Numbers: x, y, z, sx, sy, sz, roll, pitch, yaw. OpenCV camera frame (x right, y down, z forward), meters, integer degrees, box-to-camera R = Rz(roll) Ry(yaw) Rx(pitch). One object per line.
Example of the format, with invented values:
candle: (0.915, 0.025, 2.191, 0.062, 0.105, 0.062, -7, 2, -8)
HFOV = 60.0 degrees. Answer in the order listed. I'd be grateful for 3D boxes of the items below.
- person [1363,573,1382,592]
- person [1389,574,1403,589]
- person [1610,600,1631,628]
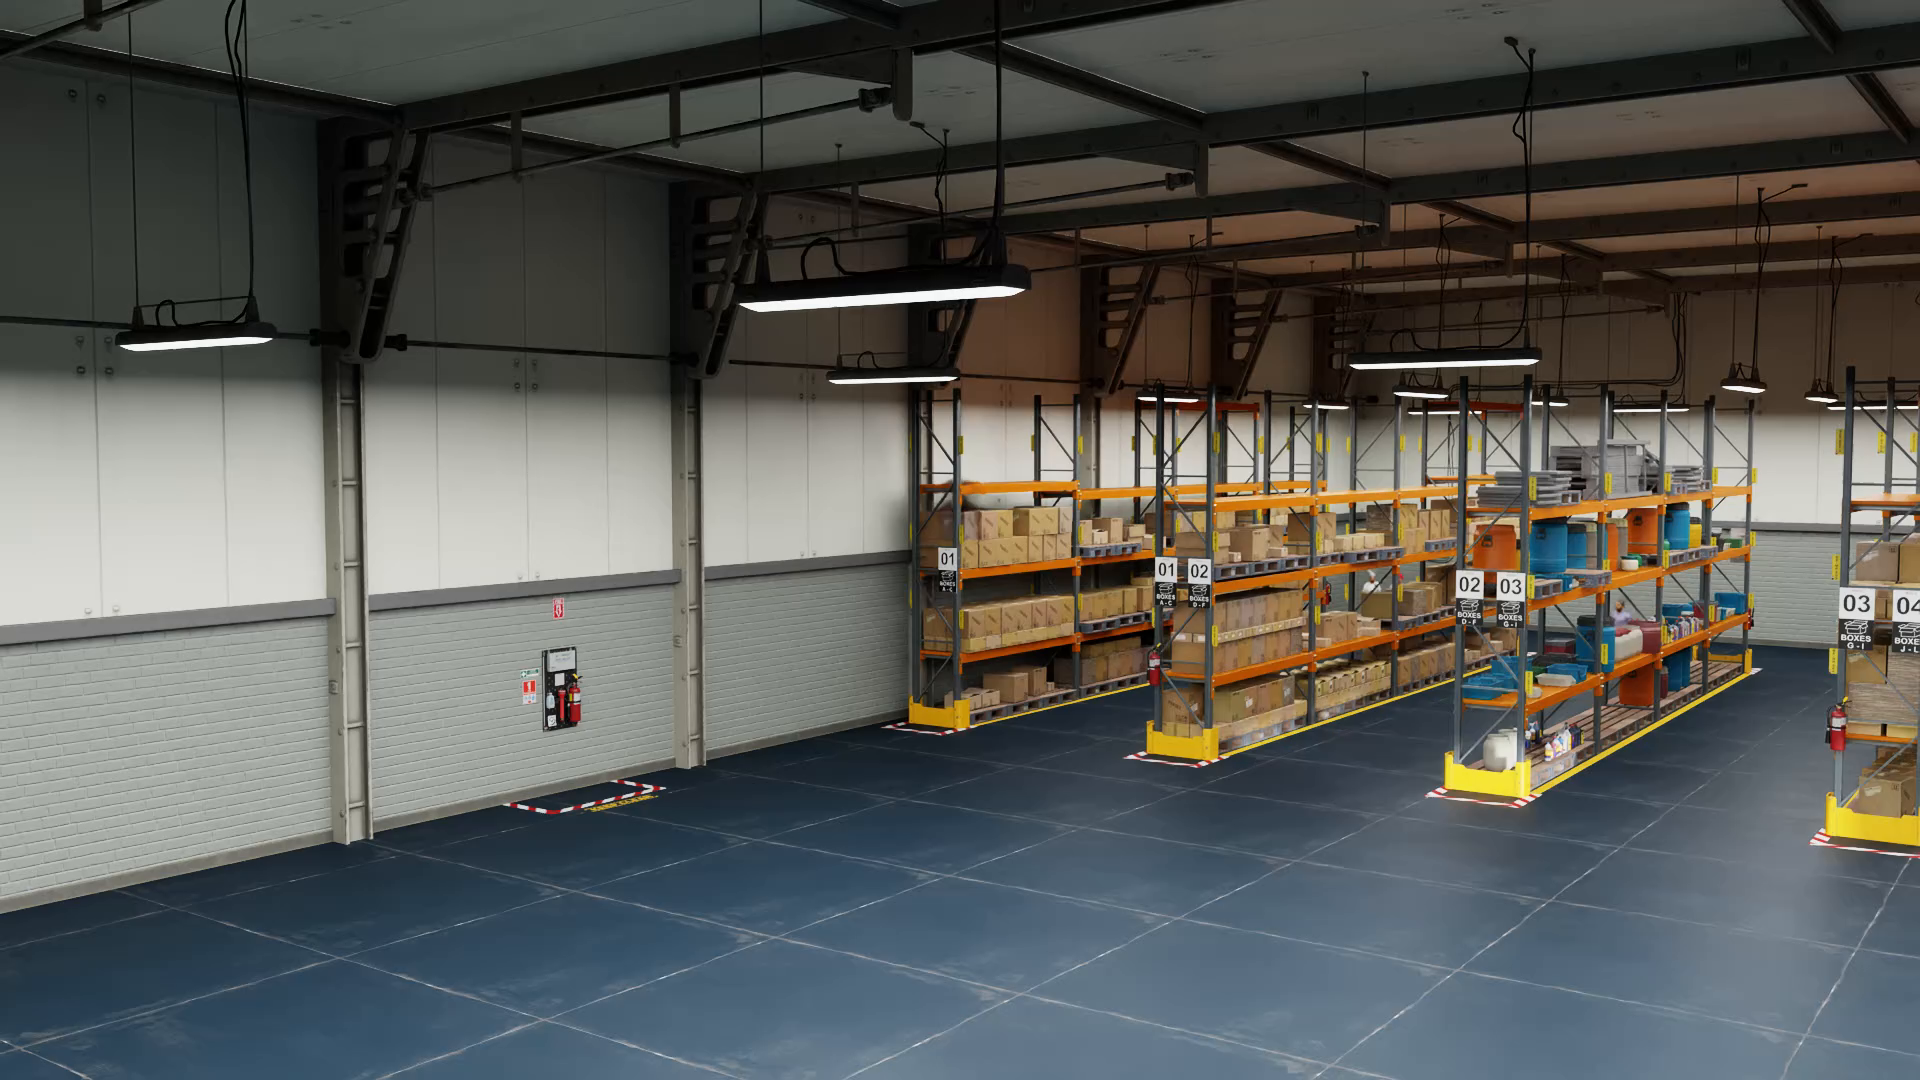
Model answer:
person: (10.949, 1.662, 44.094, 0.550, 1.586, 1.080, 0, 3, 8)
person: (11.018, 1.736, 41.787, 0.578, 1.802, 0.570, 0, 3, 5)
person: (14.521, 2.116, 36.591, 0.537, 1.606, 0.928, 3, 4, 43)
